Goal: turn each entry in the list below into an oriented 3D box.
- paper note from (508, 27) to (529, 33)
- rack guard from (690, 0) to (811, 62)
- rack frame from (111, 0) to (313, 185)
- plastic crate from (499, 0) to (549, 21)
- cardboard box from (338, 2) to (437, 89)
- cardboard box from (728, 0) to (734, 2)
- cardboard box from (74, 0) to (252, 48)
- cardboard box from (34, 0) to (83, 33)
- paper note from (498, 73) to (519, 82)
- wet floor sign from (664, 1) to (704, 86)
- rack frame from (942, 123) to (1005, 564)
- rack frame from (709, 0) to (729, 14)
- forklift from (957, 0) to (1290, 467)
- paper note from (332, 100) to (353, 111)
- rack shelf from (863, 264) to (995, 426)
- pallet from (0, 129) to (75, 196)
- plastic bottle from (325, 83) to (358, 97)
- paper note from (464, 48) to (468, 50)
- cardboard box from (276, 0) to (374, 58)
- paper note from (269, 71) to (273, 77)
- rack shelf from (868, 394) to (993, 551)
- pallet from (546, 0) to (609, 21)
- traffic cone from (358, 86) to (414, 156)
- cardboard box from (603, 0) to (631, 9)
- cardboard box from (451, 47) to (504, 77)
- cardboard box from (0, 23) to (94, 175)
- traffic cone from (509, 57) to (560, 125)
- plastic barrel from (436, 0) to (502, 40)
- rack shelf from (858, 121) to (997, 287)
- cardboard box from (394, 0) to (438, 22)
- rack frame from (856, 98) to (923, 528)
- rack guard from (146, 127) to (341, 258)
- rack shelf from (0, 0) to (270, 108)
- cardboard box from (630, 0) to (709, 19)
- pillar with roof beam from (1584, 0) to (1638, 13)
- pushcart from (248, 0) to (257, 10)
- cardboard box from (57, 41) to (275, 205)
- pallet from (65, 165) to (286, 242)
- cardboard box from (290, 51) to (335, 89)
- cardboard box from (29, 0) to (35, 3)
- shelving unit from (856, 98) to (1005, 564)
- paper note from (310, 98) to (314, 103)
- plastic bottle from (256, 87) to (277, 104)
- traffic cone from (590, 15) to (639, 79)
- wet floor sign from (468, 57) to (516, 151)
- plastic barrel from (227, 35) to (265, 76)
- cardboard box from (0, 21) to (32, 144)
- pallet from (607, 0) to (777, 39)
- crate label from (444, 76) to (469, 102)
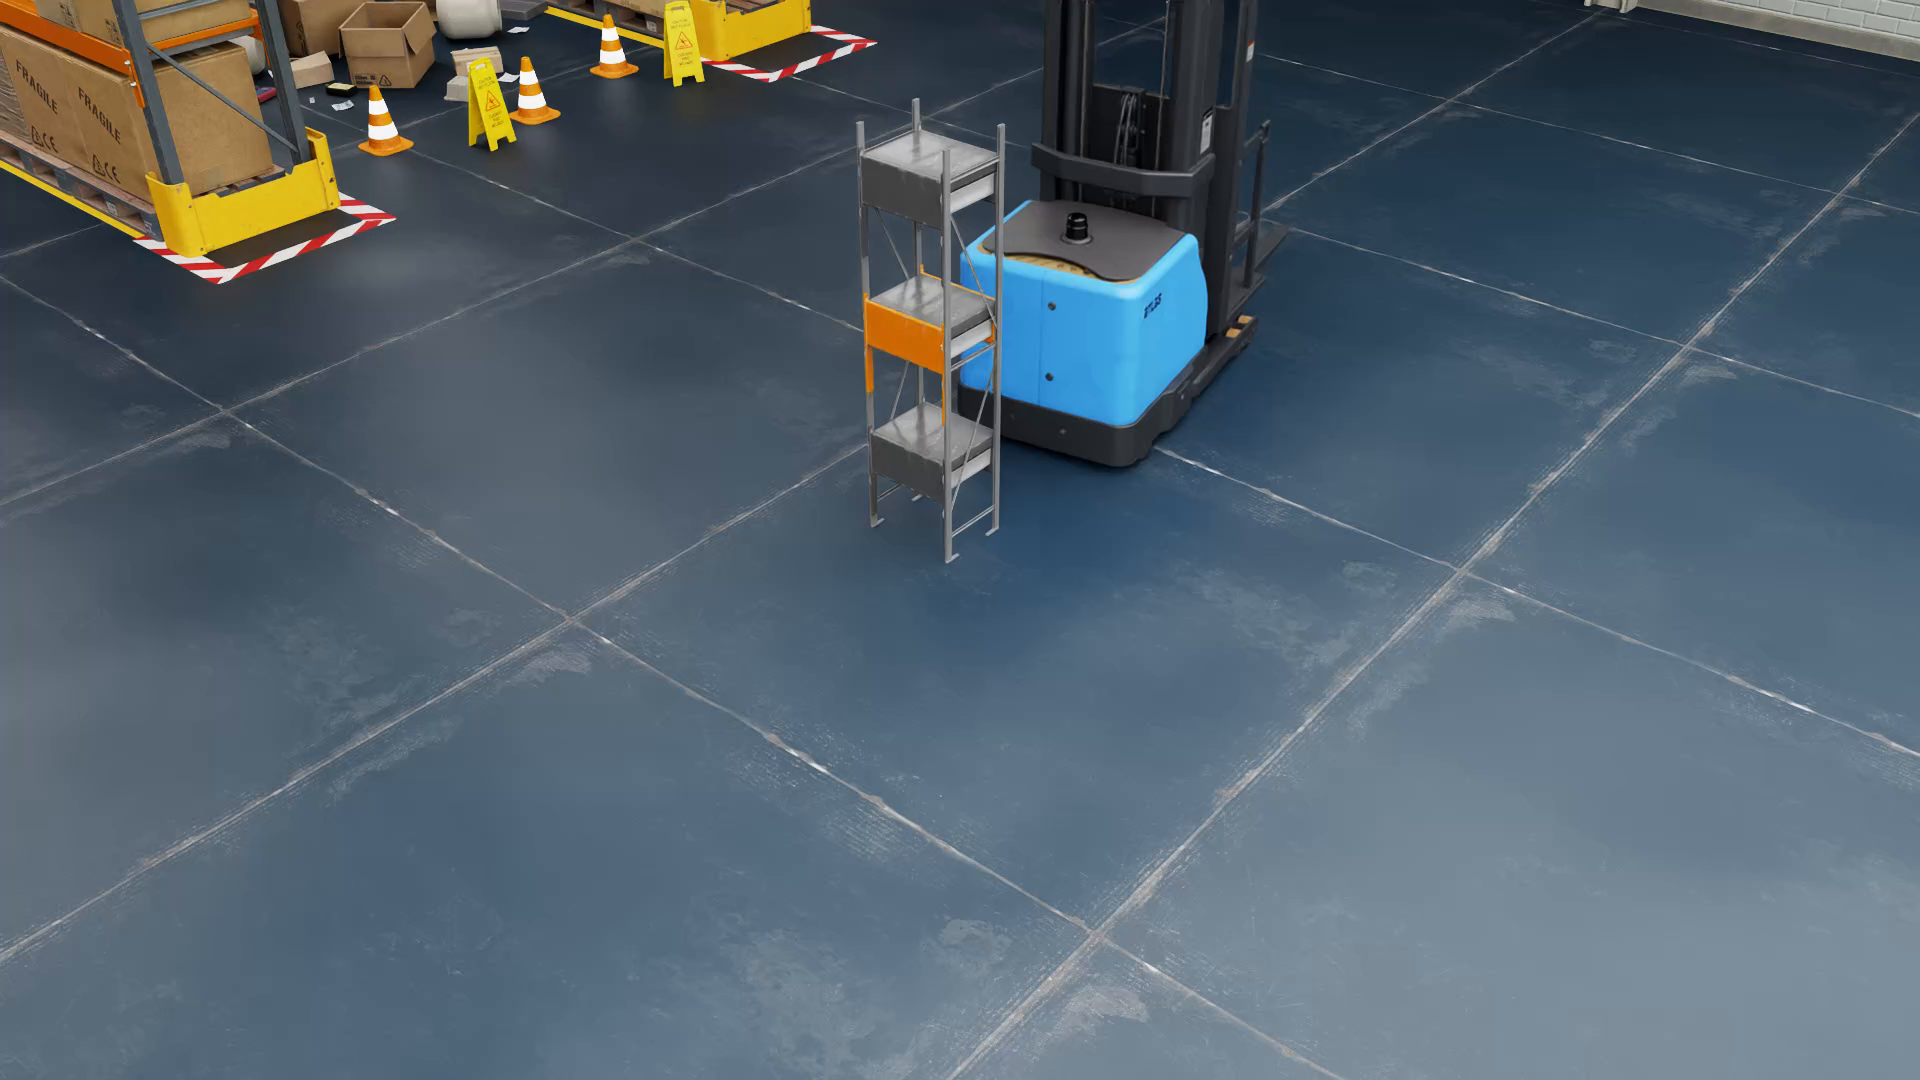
[{"bbox_3d":[-3.948,-4.570,14.878,0.148,0.019,0.142,12,36,16],"label":"paper note"},{"bbox_3d":[-1.813,-4.593,14.496,0.348,0.500,1.175,25,42,32],"label":"rack guard"},{"bbox_3d":[-4.844,-3.405,10.559,0.127,3.000,1.000,25,42,32],"label":"rack frame"},{"bbox_3d":[-4.146,-4.916,15.337,0.583,0.080,0.402,12,36,16],"label":"plastic crate"},{"bbox_3d":[-4.724,-4.101,13.778,0.637,0.503,0.797,0,34,0],"label":"cardboard box"},{"bbox_3d":[-2.197,-5.048,15.009,0.500,0.250,0.500,25,42,31],"label":"cardboard box"},{"bbox_3d":[-5.158,-3.582,10.684,0.550,0.550,0.875,25,42,32],"label":"cardboard box"},{"bbox_3d":[-5.594,-3.772,10.960,0.550,0.550,0.875,25,42,32],"label":"cardboard box"},{"bbox_3d":[-3.754,-3.848,13.826,0.142,0.019,0.148,12,36,16],"label":"paper note"},{"bbox_3d":[-2.293,-4.091,13.637,0.267,0.644,0.232,-18,38,-25],"label":"wet floor sign"},{"bbox_3d":[0.060,-0.837,7.614,0.015,2.100,0.400,25,42,32],"label":"rack frame"},{"bbox_3d":[-1.754,-5.596,13.748,0.127,3.000,1.000,25,42,32],"label":"rack frame"},{"bbox_3d":[1.133,-2.404,9.162,1.130,2.935,3.031,17,38,23],"label":"forklift"},{"bbox_3d":[-4.930,-3.472,13.281,0.144,0.017,0.142,-18,38,-25],"label":"paper note"},{"bbox_3d":[-0.127,-0.914,7.751,0.480,0.518,0.431,25,42,32],"label":"rack shelf"},{"bbox_3d":[-6.442,-2.954,12.364,1.213,0.211,1.003,25,42,32],"label":"pallet"},{"bbox_3d":[-5.062,-3.668,13.538,0.283,0.061,0.133,12,36,16],"label":"plastic bottle"},{"bbox_3d":[-4.311,-4.216,14.373,0.148,0.019,0.142,-18,38,-25],"label":"paper note"},{"bbox_3d":[-5.448,-4.492,14.227,0.503,0.637,0.797,25,42,32],"label":"cardboard box"},{"bbox_3d":[-5.703,-3.931,13.955,0.172,0.023,0.155,-18,38,-25],"label":"paper note"},{"bbox_3d":[-0.127,-0.337,8.147,0.480,0.518,0.431,25,42,32],"label":"rack shelf"},{"bbox_3d":[-3.348,-5.225,15.672,1.213,0.211,1.003,25,42,32],"label":"pallet"},{"bbox_3d":[-4.343,-3.170,12.457,0.334,0.463,0.336,25,42,32],"label":"traffic cone"},{"bbox_3d":[-2.941,-5.002,14.942,0.500,0.250,0.500,25,42,32],"label":"cardboard box"},{"bbox_3d":[-4.053,-4.016,13.967,0.380,0.149,0.250,-12,36,-17],"label":"cardboard box"},{"bbox_3d":[-6.085,-3.237,11.820,0.875,0.875,0.875,25,41,31],"label":"cardboard box"},{"bbox_3d":[-3.359,-3.538,12.994,0.334,0.463,0.336,25,42,32],"label":"traffic cone"},{"bbox_3d":[-4.310,-4.623,14.608,0.512,0.421,0.421,-6,35,-8],"label":"plastic barrel"},{"bbox_3d":[-0.127,-1.491,7.354,0.480,0.518,0.431,25,42,32],"label":"rack shelf"},{"bbox_3d":[-4.875,-5.035,15.138,0.500,0.500,0.500,-6,35,-8],"label":"cardboard box"},{"bbox_3d":[-0.315,-1.014,7.872,0.015,2.100,0.400,25,42,32],"label":"rack frame"},{"bbox_3d":[-4.825,-2.366,11.254,0.348,0.500,1.175,25,42,32],"label":"rack guard"},{"bbox_3d":[-6.381,-3.833,11.818,4.000,0.370,1.077,25,42,32],"label":"rack shelf"},{"bbox_3d":[-2.566,-4.820,14.676,0.500,0.250,0.500,25,42,32],"label":"cardboard box"},{"bbox_3d":[3.317,-6.828,10.243,0.400,9.000,9.100,25,42,32],"label":"pillar with roof beam"},{"bbox_3d":[-6.249,-4.953,15.130,0.936,0.377,1.648,12,36,16],"label":"pushcart"},{"bbox_3d":[-5.407,-2.920,11.358,0.875,0.875,0.875,26,42,32],"label":"cardboard box"},{"bbox_3d":[-5.508,-2.512,11.721,1.213,0.211,1.003,25,42,32],"label":"pallet"},{"bbox_3d":[-5.418,-3.906,13.703,0.396,0.266,0.258,-26,42,-32],"label":"cardboard box"},{"bbox_3d":[-5.944,-4.029,11.335,0.550,0.550,0.875,25,42,32],"label":"cardboard box"},{"bbox_3d":[-0.127,-0.926,7.743,0.503,2.100,0.431,25,42,32],"label":"shelving unit"},{"bbox_3d":[-5.222,-3.545,13.403,0.032,0.001,0.123,-12,36,-17],"label":"paper note"},{"bbox_3d":[-5.623,-3.610,13.453,0.133,0.061,0.283,12,36,16],"label":"plastic bottle"},{"bbox_3d":[-2.910,-4.144,13.876,0.334,0.463,0.336,25,42,32],"label":"traffic cone"},{"bbox_3d":[-3.554,-3.286,12.465,0.232,0.644,0.267,18,38,24],"label":"wet floor sign"},{"bbox_3d":[-6.064,-4.049,13.772,0.512,0.421,0.421,-6,35,-8],"label":"plastic barrel"},{"bbox_3d":[-6.784,-3.568,12.302,0.875,0.875,0.875,26,42,32],"label":"cardboard box"},{"bbox_3d":[-2.414,-4.783,15.029,1.213,0.211,1.003,25,42,32],"label":"pallet"},{"bbox_3d":[-4.003,-3.662,13.461,0.298,0.136,0.250,6,35,8],"label":"crate label"}]
